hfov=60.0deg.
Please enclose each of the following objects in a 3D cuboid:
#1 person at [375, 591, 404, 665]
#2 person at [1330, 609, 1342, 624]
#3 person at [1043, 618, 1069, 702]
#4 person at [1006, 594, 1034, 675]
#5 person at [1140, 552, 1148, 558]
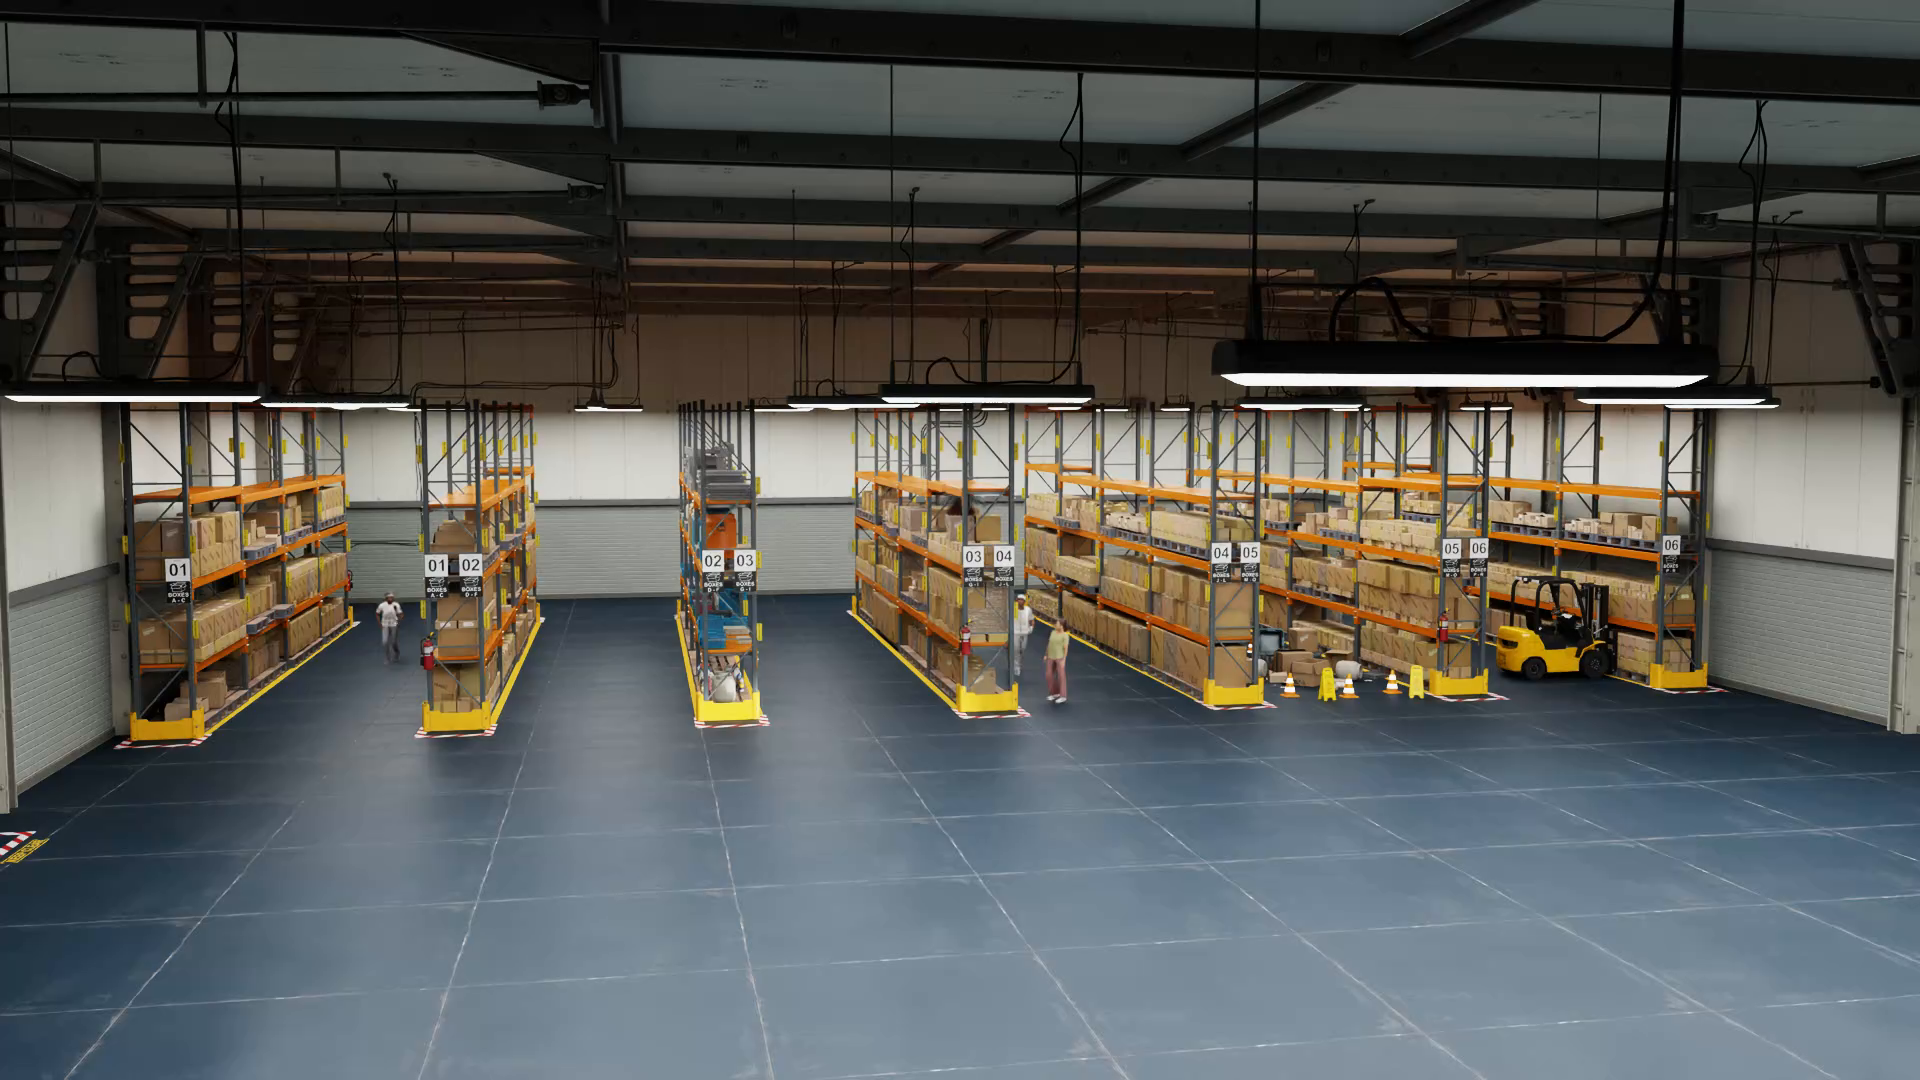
[{"bbox_3d":[-13.159,2.024,38.354,0.603,1.722,0.722,0,4,-5],"label":"person"},{"bbox_3d":[9.870,1.542,44.111,0.621,1.716,0.591,0,4,0],"label":"person"},{"bbox_3d":[1.912,2.388,33.272,0.536,1.663,0.435,3,5,34],"label":"person"},{"bbox_3d":[1.336,2.107,36.915,0.619,1.805,0.881,-1,4,-11],"label":"person"},{"bbox_3d":[5.543,1.115,49.537,0.410,1.748,0.582,-1,5,-18],"label":"person"}]
